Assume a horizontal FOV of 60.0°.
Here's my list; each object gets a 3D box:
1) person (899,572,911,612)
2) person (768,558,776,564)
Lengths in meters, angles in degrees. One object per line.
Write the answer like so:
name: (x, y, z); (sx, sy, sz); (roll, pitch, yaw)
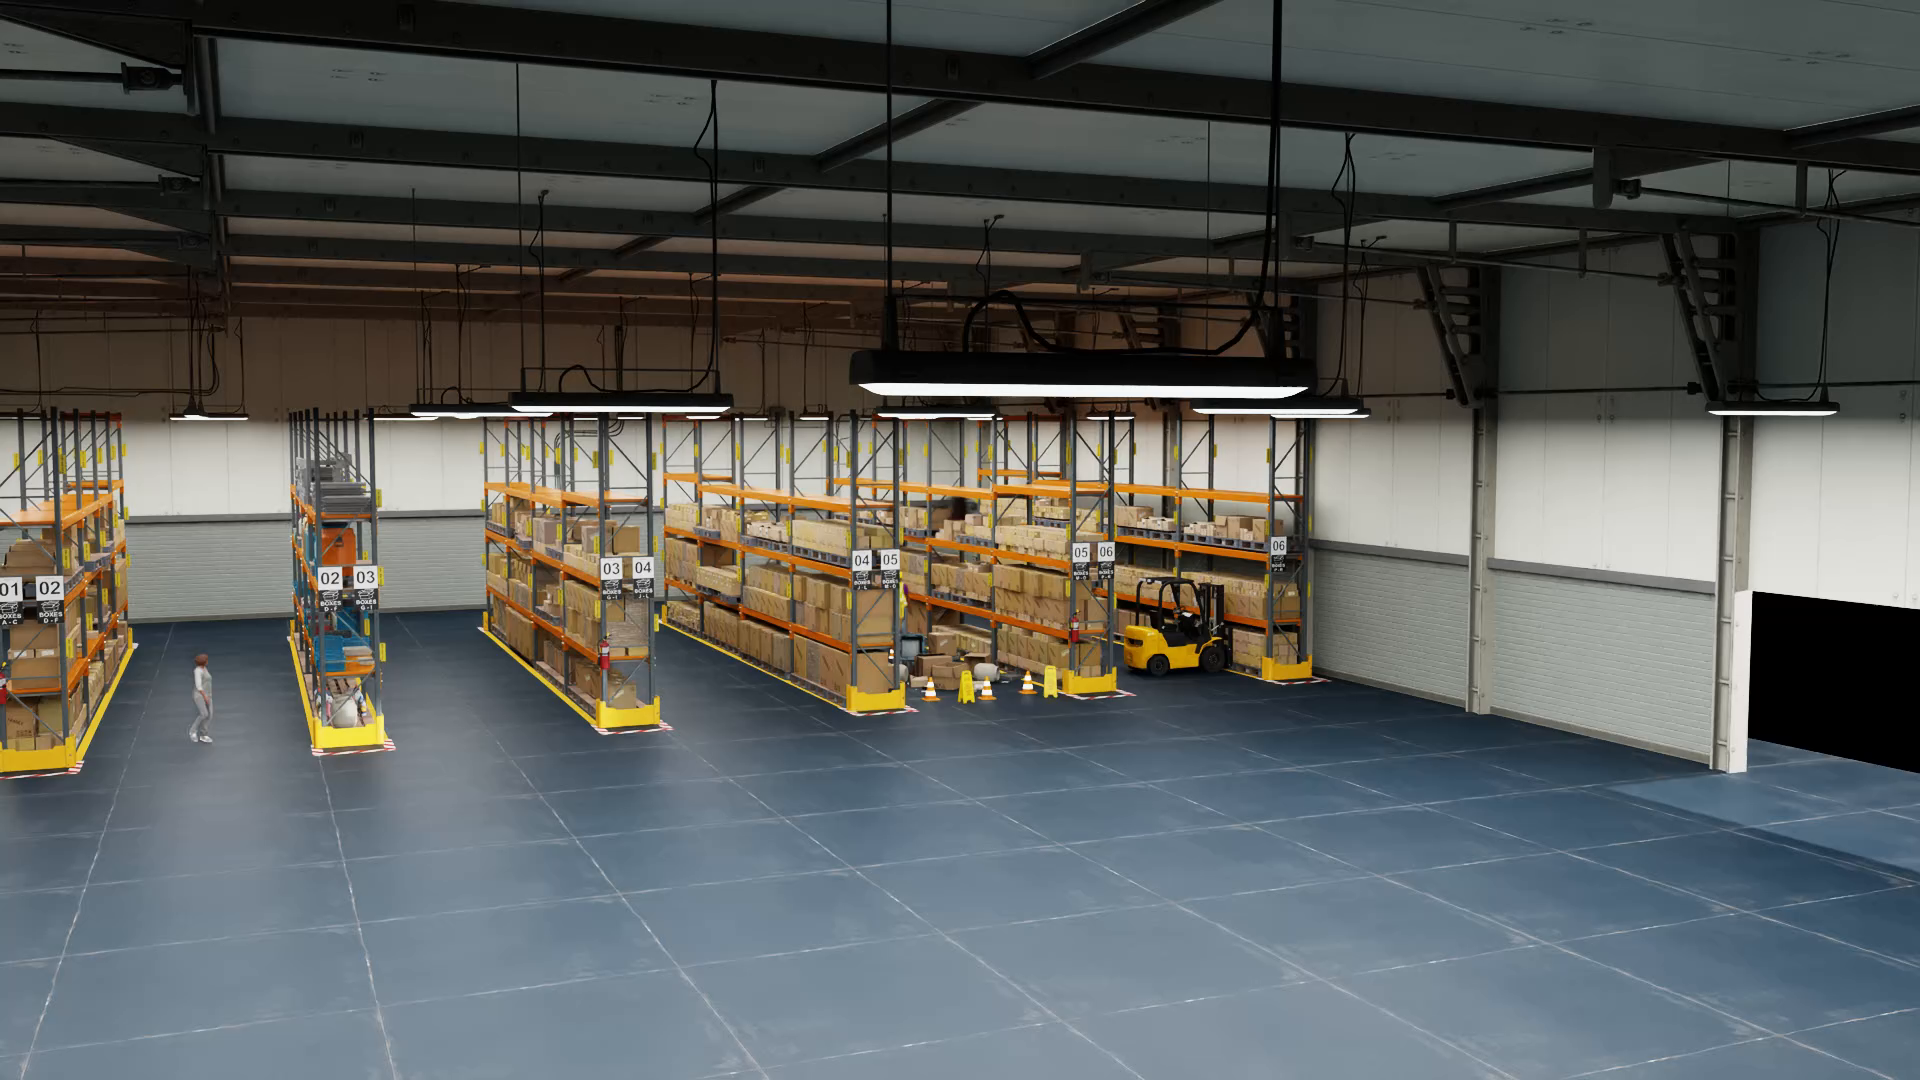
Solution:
person: (-1.515, 1.694, 41.079); (0.619, 1.830, 0.454); (1, 4, 10)
person: (-5.621, 1.417, 49.263); (0.527, 1.807, 0.462); (1, 4, 14)
